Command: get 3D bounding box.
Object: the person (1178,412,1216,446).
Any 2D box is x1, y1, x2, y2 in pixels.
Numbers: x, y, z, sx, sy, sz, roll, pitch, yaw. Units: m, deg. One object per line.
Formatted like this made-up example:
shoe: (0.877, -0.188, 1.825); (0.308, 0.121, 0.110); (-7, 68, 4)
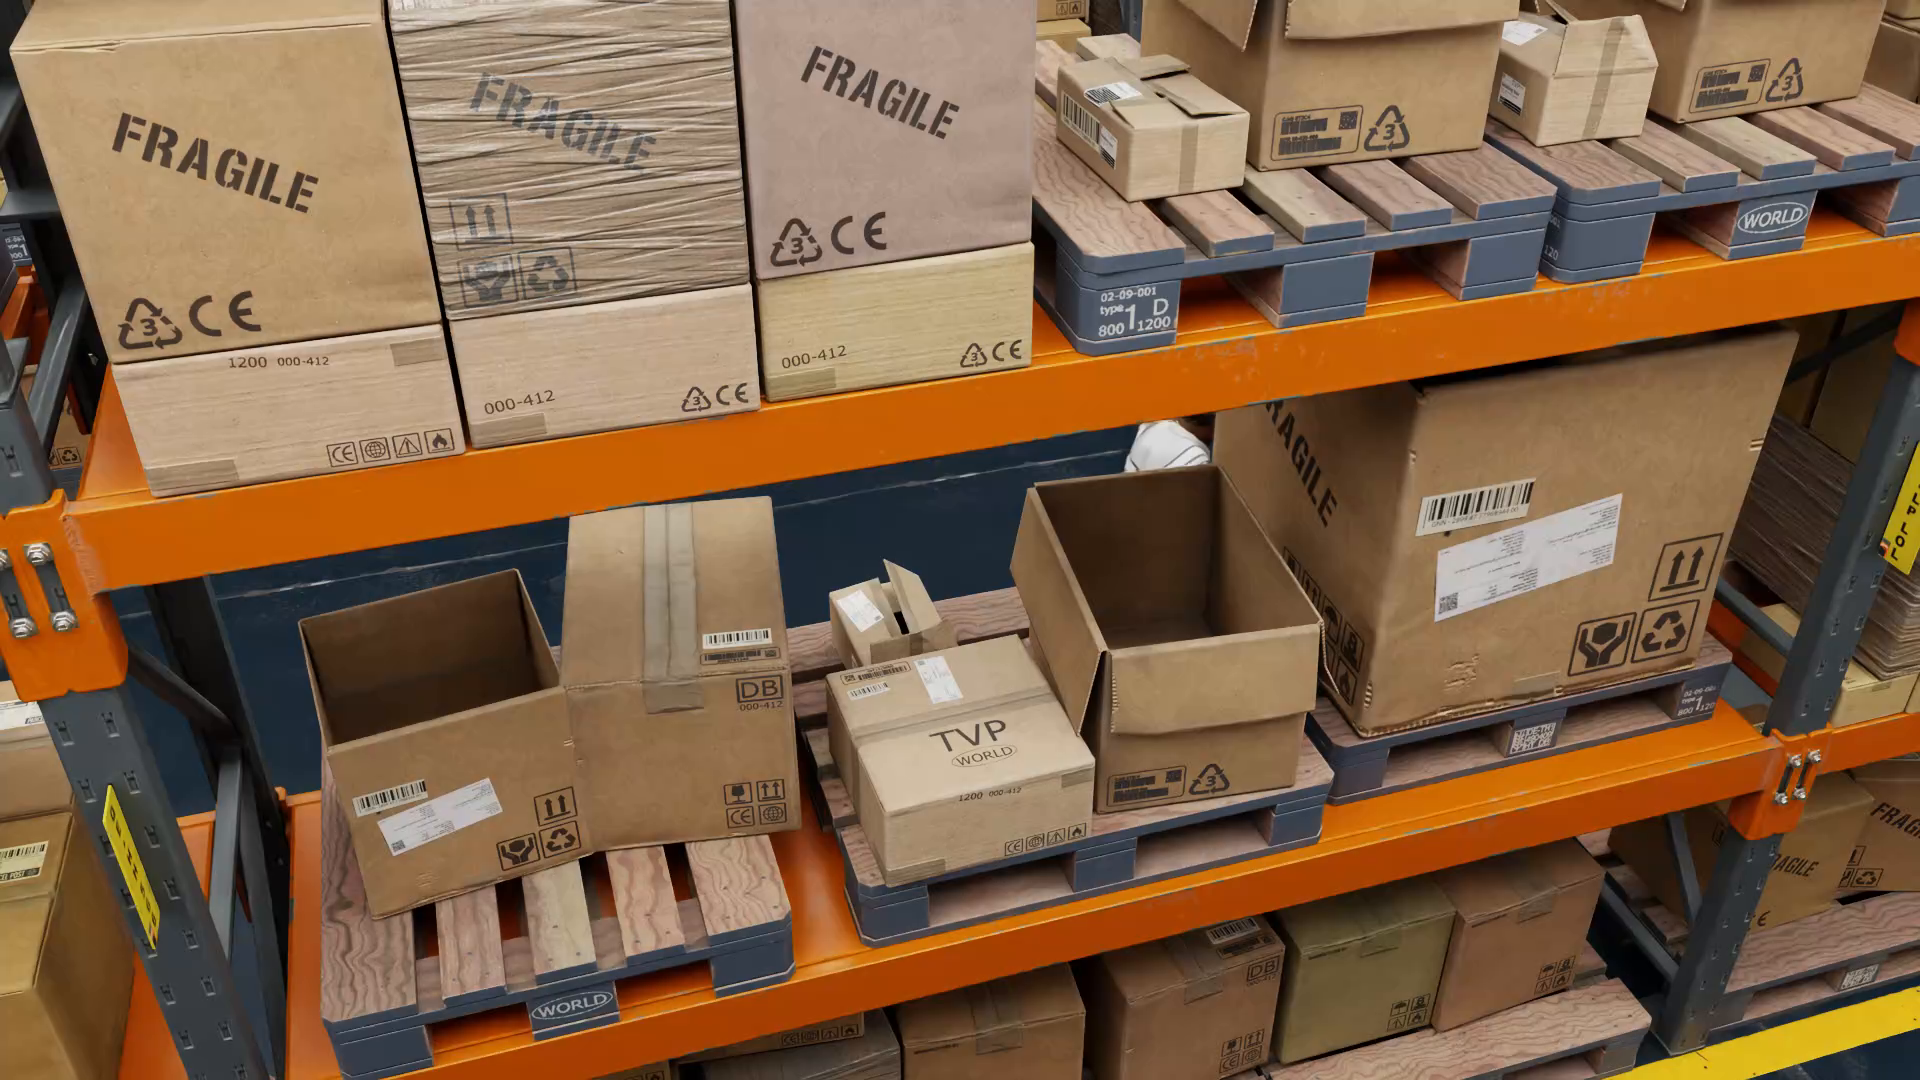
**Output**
person: (0.812, 0.105, 6.089); (0.447, 1.564, 0.476); (-9, 35, -14)
